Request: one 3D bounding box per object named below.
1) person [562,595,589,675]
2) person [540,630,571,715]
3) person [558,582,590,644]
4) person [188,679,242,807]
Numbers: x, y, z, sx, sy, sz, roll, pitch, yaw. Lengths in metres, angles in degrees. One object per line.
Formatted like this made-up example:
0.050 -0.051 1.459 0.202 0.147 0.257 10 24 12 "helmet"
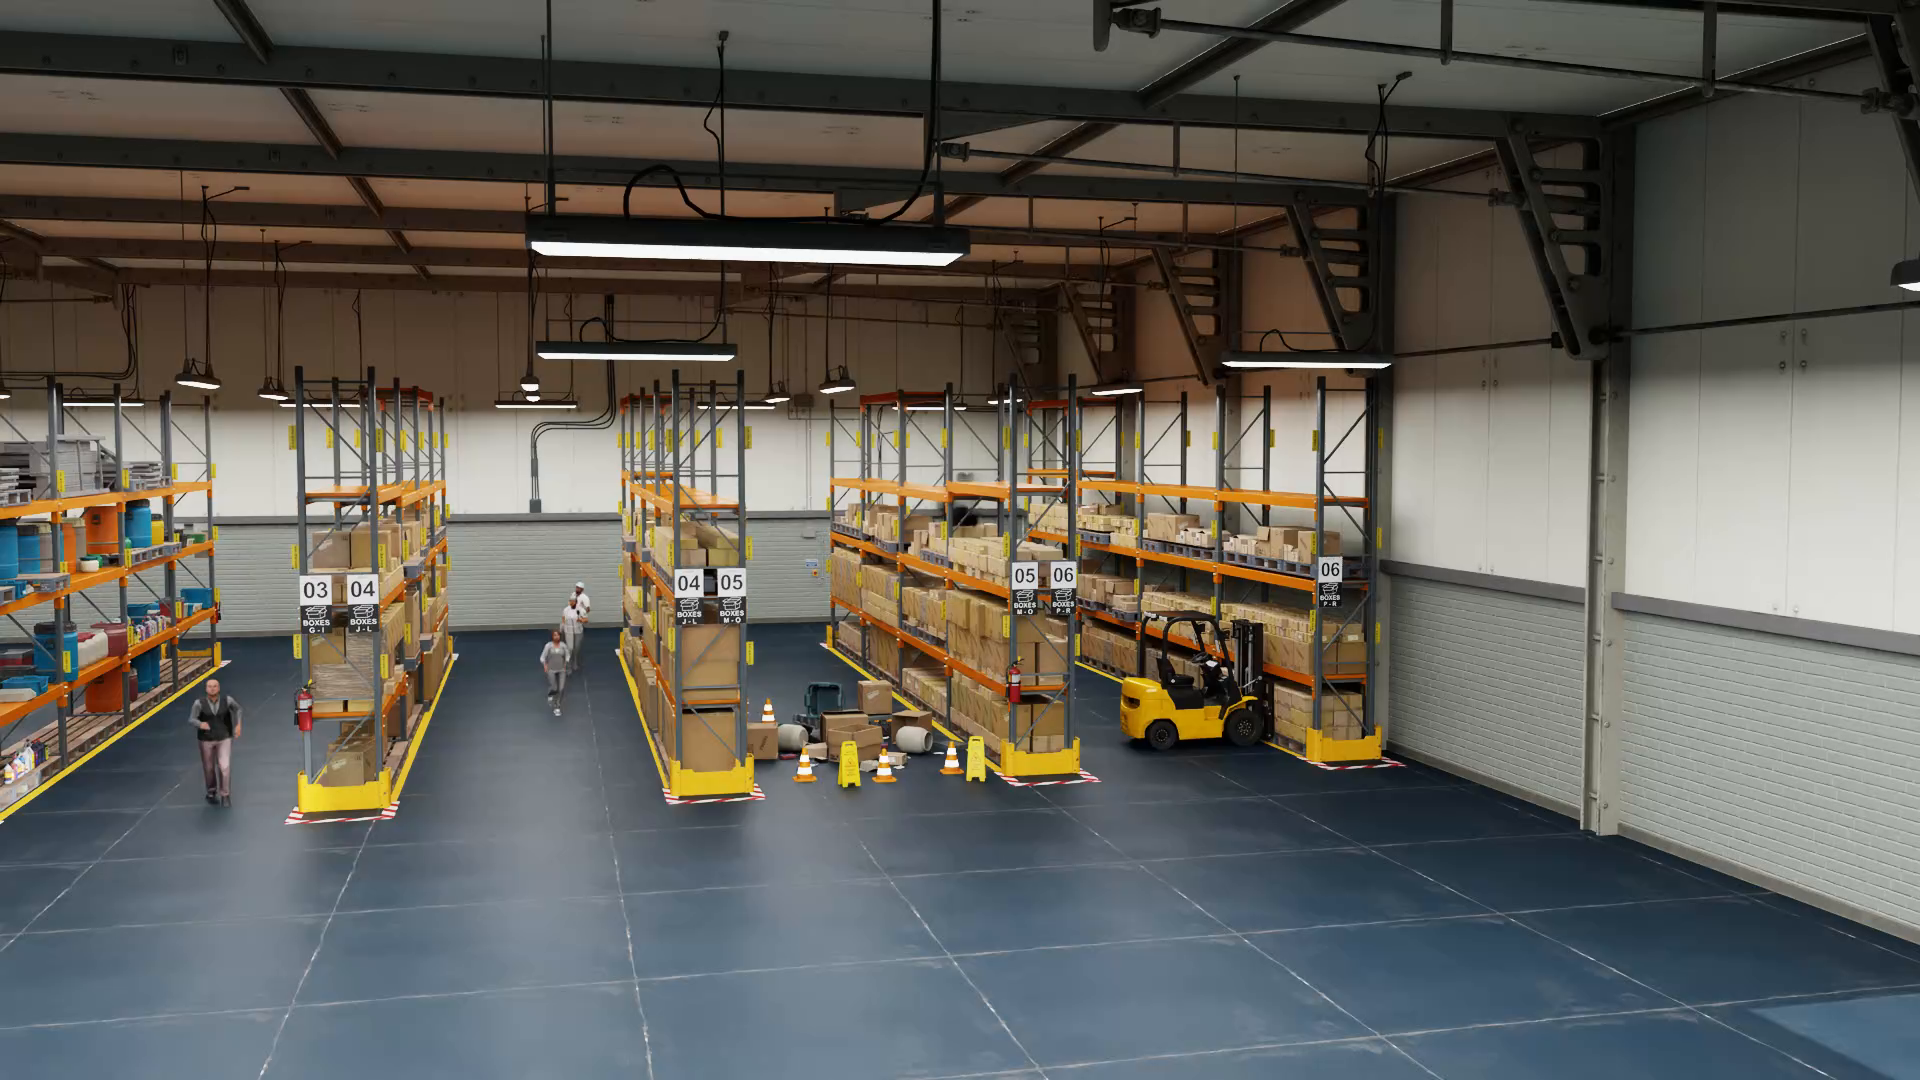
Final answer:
-8.295 2.060 35.858 0.573 1.727 0.733 -1 3 -11 "person"
-7.403 2.418 30.462 0.526 1.560 0.549 -2 4 -24 "person"
-9.087 1.830 38.961 0.795 1.702 0.565 2 4 32 "person"
-10.215 2.800 22.826 0.675 1.799 0.748 -1 4 -22 "person"
